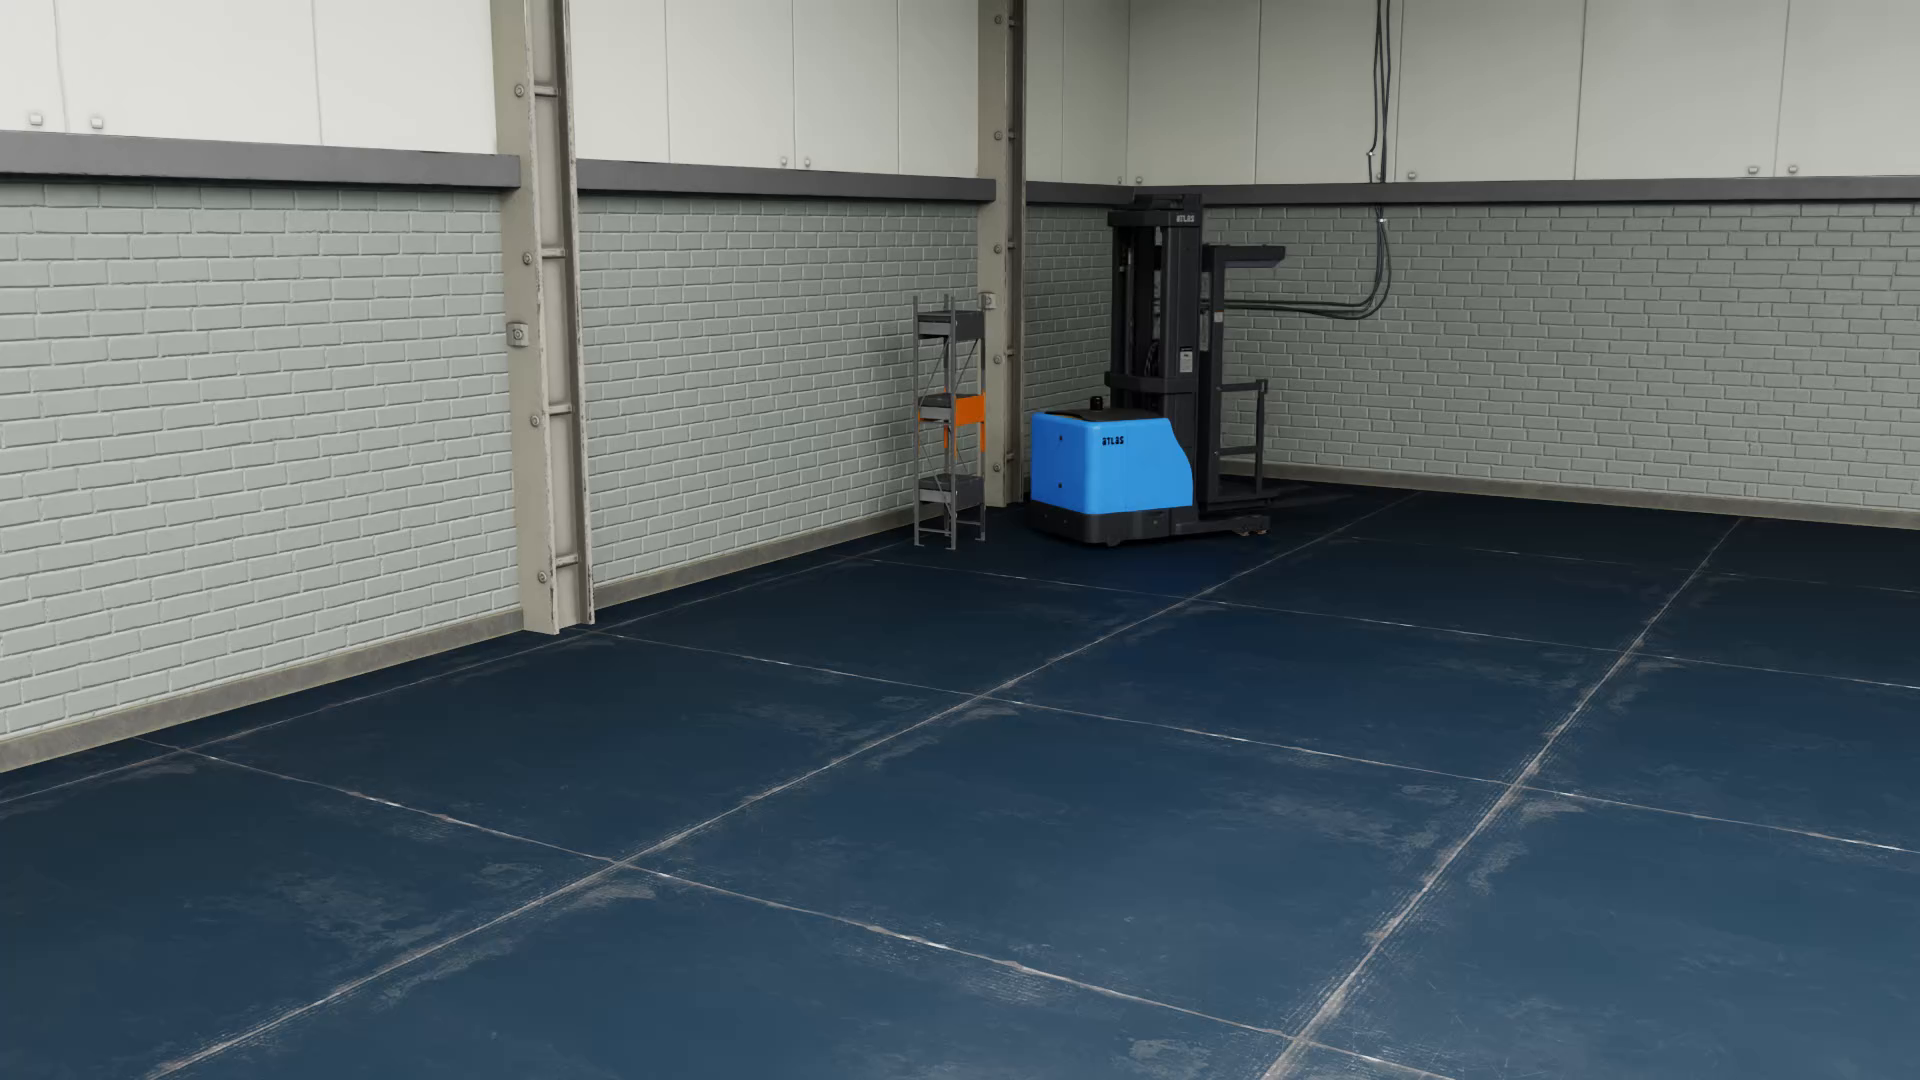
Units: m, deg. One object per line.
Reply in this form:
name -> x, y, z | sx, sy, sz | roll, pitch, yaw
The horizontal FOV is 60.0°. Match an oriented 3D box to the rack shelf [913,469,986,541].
rack shelf -> -0.086, -0.305, 14.168 | 0.431, 0.518, 0.480 | 6, 12, 31

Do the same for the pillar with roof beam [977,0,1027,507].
pillar with roof beam -> 4.074, -4.374, 13.276 | 9.100, 9.000, 0.400 | 6, 12, 31

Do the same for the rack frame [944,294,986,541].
rack frame -> 0.041, -1.044, 14.241 | 0.400, 2.100, 0.015 | 6, 12, 31

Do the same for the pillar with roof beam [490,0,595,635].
pillar with roof beam -> 0.959, -3.430, 8.235 | 9.100, 9.000, 0.400 | 6, 12, 31

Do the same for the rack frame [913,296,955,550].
rack frame -> -0.213, -0.968, 13.831 | 0.400, 2.100, 0.015 | 6, 12, 31

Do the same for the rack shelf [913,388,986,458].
rack shelf -> -0.086, -0.993, 14.039 | 0.431, 0.518, 0.480 | 6, 12, 31

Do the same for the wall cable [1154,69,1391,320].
wall cable -> 3.054, -3.596, 17.558 | 3.097, 2.526, 0.112 | 6, 12, 31

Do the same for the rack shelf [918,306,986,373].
rack shelf -> -0.086, -1.681, 13.910 | 0.431, 0.518, 0.480 | 6, 12, 31

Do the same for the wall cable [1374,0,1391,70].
wall cable -> 5.367, -5.820, 15.713 | 3.097, 2.526, 0.112 | 6, 12, 31

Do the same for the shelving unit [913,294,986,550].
shelving unit -> -0.086, -1.006, 14.036 | 0.431, 2.100, 0.503 | 6, 12, 31

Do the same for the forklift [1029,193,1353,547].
forklift -> 2.148, -1.554, 14.705 | 3.031, 2.935, 1.130 | -6, 12, -28
